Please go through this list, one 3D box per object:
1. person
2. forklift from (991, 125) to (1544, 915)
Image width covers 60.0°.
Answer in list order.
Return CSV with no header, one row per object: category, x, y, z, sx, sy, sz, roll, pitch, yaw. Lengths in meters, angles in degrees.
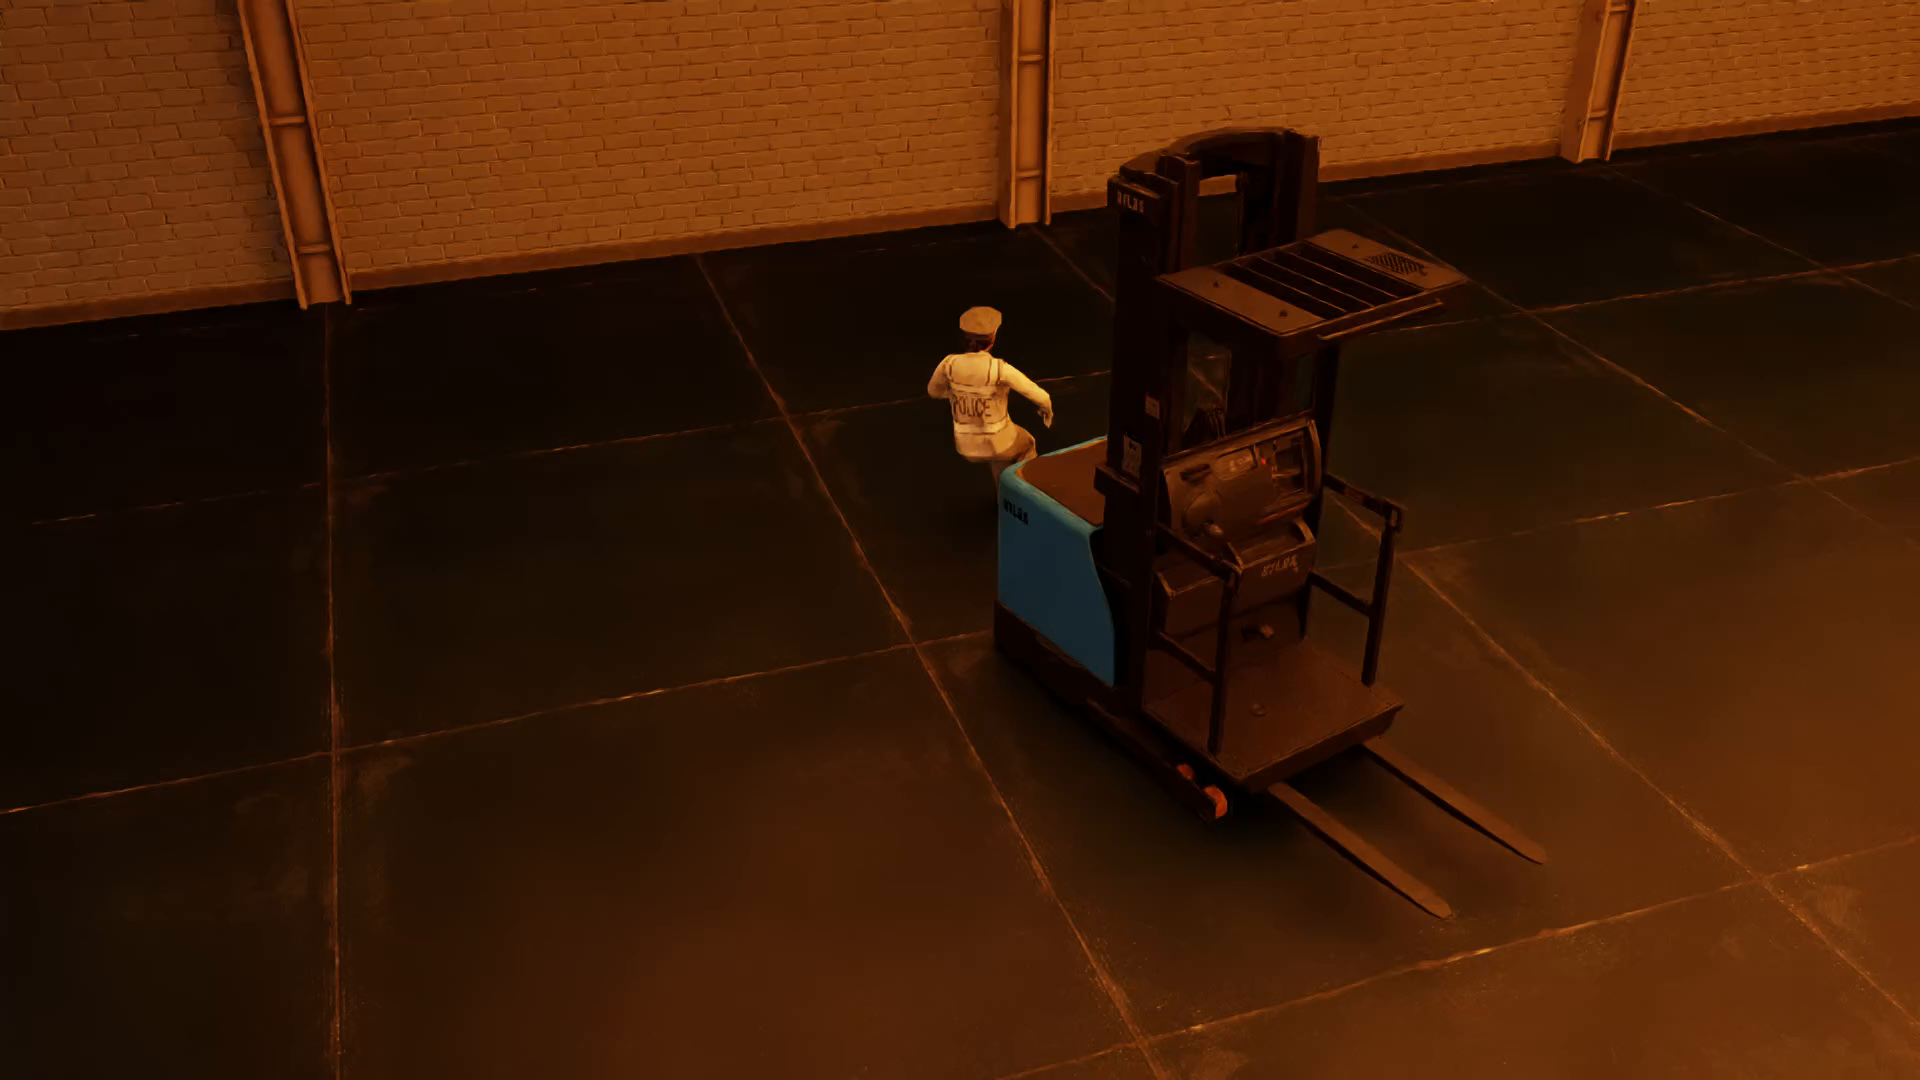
person,0.215,-0.724,9.927,0.753,1.474,0.823,8,31,13
forklift,1.410,-0.244,7.512,1.130,2.935,3.031,-19,35,-29
